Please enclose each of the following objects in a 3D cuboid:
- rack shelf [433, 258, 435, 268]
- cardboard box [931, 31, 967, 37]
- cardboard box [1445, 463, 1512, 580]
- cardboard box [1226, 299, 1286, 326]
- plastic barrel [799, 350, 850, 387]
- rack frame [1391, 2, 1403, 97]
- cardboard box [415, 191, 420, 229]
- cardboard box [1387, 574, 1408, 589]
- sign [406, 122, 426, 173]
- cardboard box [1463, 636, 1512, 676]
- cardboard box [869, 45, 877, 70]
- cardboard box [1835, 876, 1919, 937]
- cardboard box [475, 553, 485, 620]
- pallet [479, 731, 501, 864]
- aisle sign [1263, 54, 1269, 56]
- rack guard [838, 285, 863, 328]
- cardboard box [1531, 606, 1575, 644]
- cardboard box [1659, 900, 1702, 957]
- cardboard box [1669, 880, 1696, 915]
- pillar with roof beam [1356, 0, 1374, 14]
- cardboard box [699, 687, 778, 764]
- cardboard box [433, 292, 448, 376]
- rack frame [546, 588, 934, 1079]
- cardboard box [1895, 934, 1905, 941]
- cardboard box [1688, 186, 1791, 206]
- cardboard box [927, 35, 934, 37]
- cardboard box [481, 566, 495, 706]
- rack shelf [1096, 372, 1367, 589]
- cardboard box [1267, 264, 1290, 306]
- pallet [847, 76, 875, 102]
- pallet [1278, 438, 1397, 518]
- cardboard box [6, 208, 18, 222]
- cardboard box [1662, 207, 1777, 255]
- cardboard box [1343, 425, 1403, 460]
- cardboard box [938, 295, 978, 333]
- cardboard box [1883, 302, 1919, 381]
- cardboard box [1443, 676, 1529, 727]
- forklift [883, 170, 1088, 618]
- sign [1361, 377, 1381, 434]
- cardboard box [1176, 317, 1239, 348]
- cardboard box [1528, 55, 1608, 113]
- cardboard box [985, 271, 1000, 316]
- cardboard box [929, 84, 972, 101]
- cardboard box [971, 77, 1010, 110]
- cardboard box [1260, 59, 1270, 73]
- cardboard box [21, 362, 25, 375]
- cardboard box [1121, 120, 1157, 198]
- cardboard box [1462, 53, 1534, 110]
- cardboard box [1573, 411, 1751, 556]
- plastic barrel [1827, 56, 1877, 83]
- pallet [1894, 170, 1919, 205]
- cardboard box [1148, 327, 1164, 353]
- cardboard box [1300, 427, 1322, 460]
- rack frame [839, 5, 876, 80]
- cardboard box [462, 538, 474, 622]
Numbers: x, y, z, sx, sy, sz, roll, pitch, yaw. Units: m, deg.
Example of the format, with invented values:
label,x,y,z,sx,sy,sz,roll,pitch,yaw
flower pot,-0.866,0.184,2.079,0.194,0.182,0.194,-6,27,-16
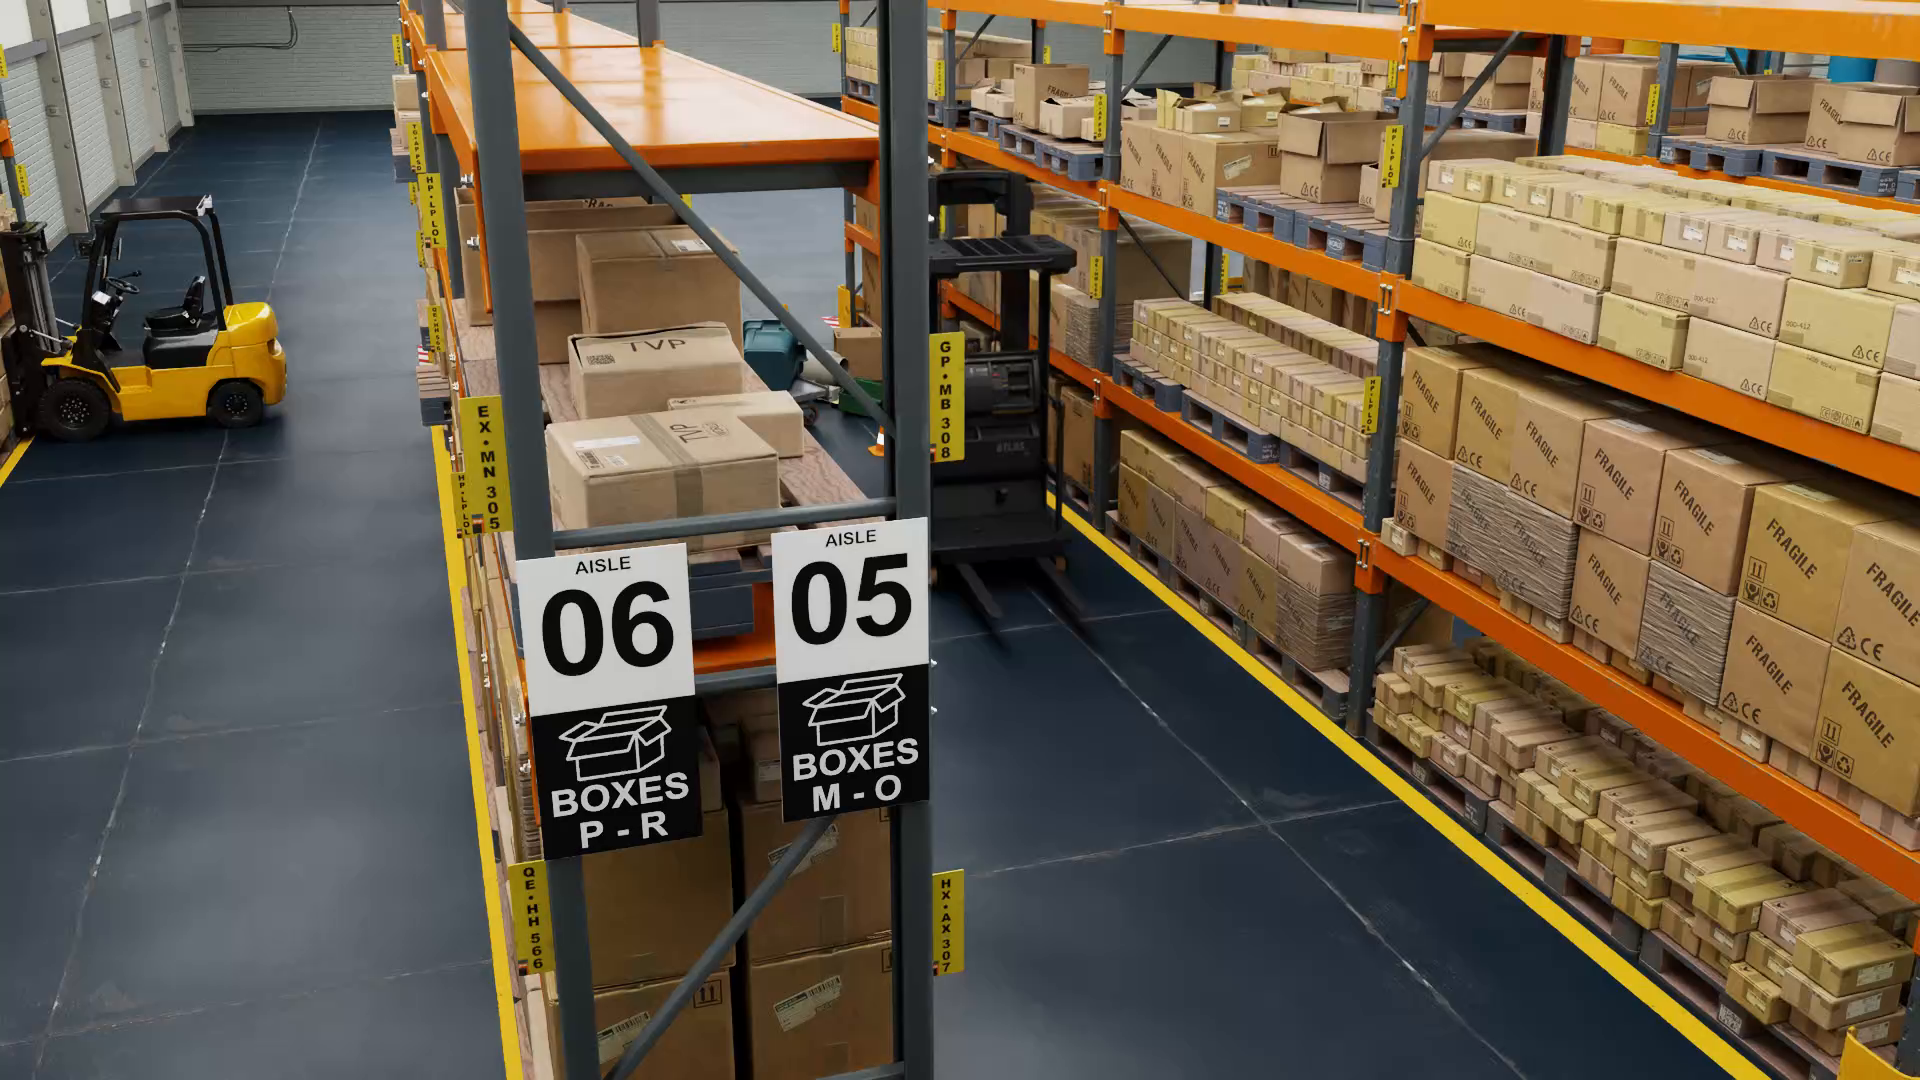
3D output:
label,x,y,z,sx,sy,sz,roll,pitch,yaw
rack shelf,-3.709,-2.716,13.166,1.077,0.370,4.000,-6,21,-17
cardboard box,-0.100,-5.560,18.443,0.380,0.149,0.250,-7,21,-18
cardboard box,2.923,-0.119,8.722,0.500,0.500,0.500,-6,21,-17
cardboard box,2.253,-1.729,12.663,0.380,0.149,0.250,-7,21,-18
plastic barrel,-1.483,-1.831,17.889,0.512,0.421,0.421,8,21,20
rack frame,5.070,-6.161,17.256,1.000,3.000,0.127,-6,21,-17
cardboard box,-5.709,-3.573,18.340,0.500,0.500,0.500,-7,21,-18
cardboard box,2.863,0.085,10.709,0.500,0.250,0.500,-7,21,-20
sign,-3.596,-2.599,11.012,0.100,0.325,0.005,-6,21,-17
cardboard box,3.203,0.675,9.815,0.380,0.149,0.250,-6,21,-16
cardboard box,-0.700,-5.345,18.436,0.500,0.250,0.500,-7,21,-18
cardboard box,4.058,1.592,7.262,0.380,0.149,0.250,-6,21,-16
cardboard box,-2.204,0.236,8.543,0.500,0.250,0.500,-7,21,-18
pallet,-2.137,1.356,9.330,1.003,0.211,1.213,-6,21,-17
aisle sign,4.078,-5.896,21.549,0.394,0.787,0.004,-6,21,-17
rack guard,-0.935,-2.958,20.911,1.175,0.500,0.348,-6,21,-17
cardboard box,3.083,0.386,8.276,0.380,0.149,0.250,-5,20,-15
cardboard box,3.470,1.762,7.670,0.380,0.149,0.250,-6,21,-17
cardboard box,3.513,1.610,7.654,0.380,0.149,0.250,-7,21,-18
pillar with roof beam,7.331,-16.135,45.025,9.100,9.000,0.400,-6,21,-17
cardboard box,-0.565,0.524,4.934,0.380,0.149,0.250,-6,21,-16
cardboard box,-3.487,-1.502,11.951,0.500,0.500,0.500,-7,21,-19
rack frame,-0.566,1.567,4.617,1.000,3.000,0.127,-6,21,-17
cardboard box,4.148,1.723,7.338,0.380,0.149,0.250,-6,21,-17
cardboard box,3.633,-1.556,7.766,0.380,0.149,0.250,-7,21,-18
cardboard box,-0.484,-5.245,17.566,0.380,0.149,0.250,-7,21,-18
cardboard box,-1.924,0.414,7.678,0.500,0.500,0.500,-6,21,-15
rack shelf,2.216,-0.579,11.654,1.077,0.370,4.000,-6,21,-17
cardboard box,4.214,-3.252,21.109,0.500,0.500,0.500,-1,20,-3
pallet,-0.684,-5.259,19.315,1.003,0.211,1.213,-6,21,-17
pallet,2.742,-0.446,10.504,1.003,0.211,1.213,-6,21,-17
cardboard box,-9.931,-3.310,17.087,0.380,0.149,0.250,-6,21,-16
cardboard box,3.255,-1.327,7.130,0.380,0.149,0.250,-7,21,-19
cardboard box,2.532,-0.601,9.964,0.380,0.149,0.250,-6,21,-16
cardboard box,0.198,-2.250,17.764,0.875,0.875,0.875,-6,21,-16
cardboard box,3.715,-0.689,5.942,0.500,0.250,0.500,-7,21,-19
cardboard box,2.912,0.892,9.212,0.380,0.149,0.250,-7,21,-18
forklift,0.199,-1.168,12.332,1.130,2.935,3.031,-5,20,-13
sign,2.318,-0.760,9.383,0.100,0.325,0.005,-6,21,-17
cardboard box,1.791,-1.499,12.024,0.380,0.149,0.250,-7,21,-19
cardboard box,5.627,-4.198,15.342,0.500,0.500,0.500,-6,21,-16
cardboard box,0.554,-2.370,15.429,0.500,0.500,0.500,-6,21,-17
cardboard box,-0.088,-4.464,16.572,0.380,0.149,0.250,-6,21,-17
cardboard box,0.282,-4.216,15.708,0.258,0.266,0.396,-7,21,-18
cardboard box,3.884,-5.780,20.266,0.380,0.149,0.250,-6,20,-15
cardboard box,-9.527,-1.730,16.501,0.500,0.250,0.500,-7,21,-18
cardboard box,1.514,-2.806,12.207,0.500,0.500,0.500,-6,21,-17
cardboard box,5.421,-4.532,16.384,0.797,0.503,0.637,-6,20,-15
cardboard box,3.221,-0.268,7.657,0.500,0.500,0.500,-7,21,-19
plastic barrel,10.138,-5.371,18.753,0.600,0.901,0.708,-6,21,-17
pallet,7.250,-2.381,11.452,0.805,0.209,1.217,-7,21,-19
cardboard box,1.636,-1.515,12.508,0.380,0.149,0.250,-5,20,-15
cardboard box,2.373,-0.625,10.469,0.380,0.149,0.250,-6,21,-17
rack frame,-0.928,-6.950,19.453,1.000,3.000,0.127,-6,21,-17
cardboard box,-2.942,0.032,11.411,0.875,0.875,0.875,-7,21,-18
